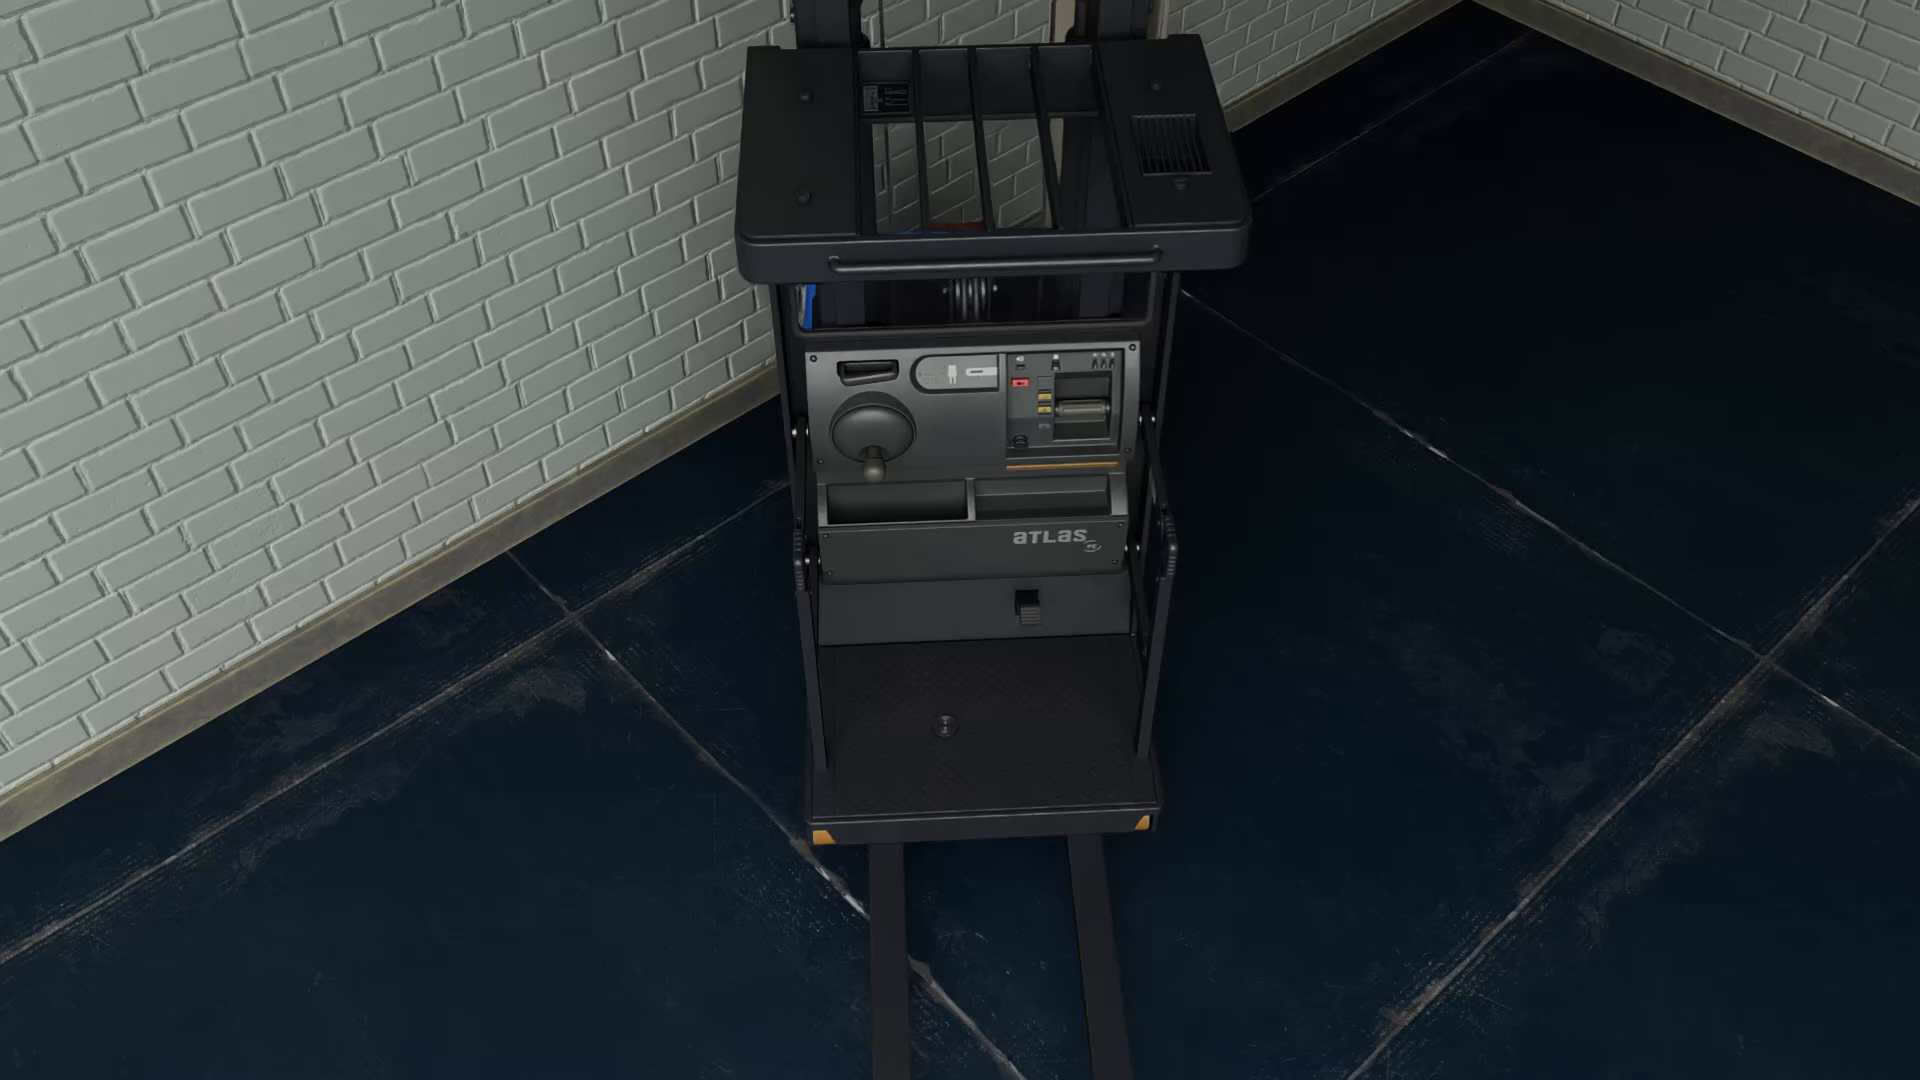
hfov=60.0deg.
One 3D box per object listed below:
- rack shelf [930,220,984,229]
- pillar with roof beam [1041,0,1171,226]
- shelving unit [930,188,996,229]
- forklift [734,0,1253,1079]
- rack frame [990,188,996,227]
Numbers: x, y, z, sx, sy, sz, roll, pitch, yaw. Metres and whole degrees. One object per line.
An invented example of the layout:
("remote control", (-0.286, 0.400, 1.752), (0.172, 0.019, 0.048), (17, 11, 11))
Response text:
("rack shelf", (-0.006, -1.020, 6.105), (0.240, 0.259, 0.215), (-3, 47, -3))
("pillar with roof beam", (3.500, -2.092, 2.057), (0.400, 9.000, 9.100), (-34, 56, -27))
("shelving unit", (-0.006, -0.834, 6.306), (0.252, 1.050, 0.215), (-3, 47, -3))
("forklift", (0.052, -0.271, 4.506), (1.130, 2.935, 3.031), (-2, 47, -2))
("rack frame", (0.115, -0.840, 6.311), (0.008, 1.050, 0.200), (-3, 47, -3))
